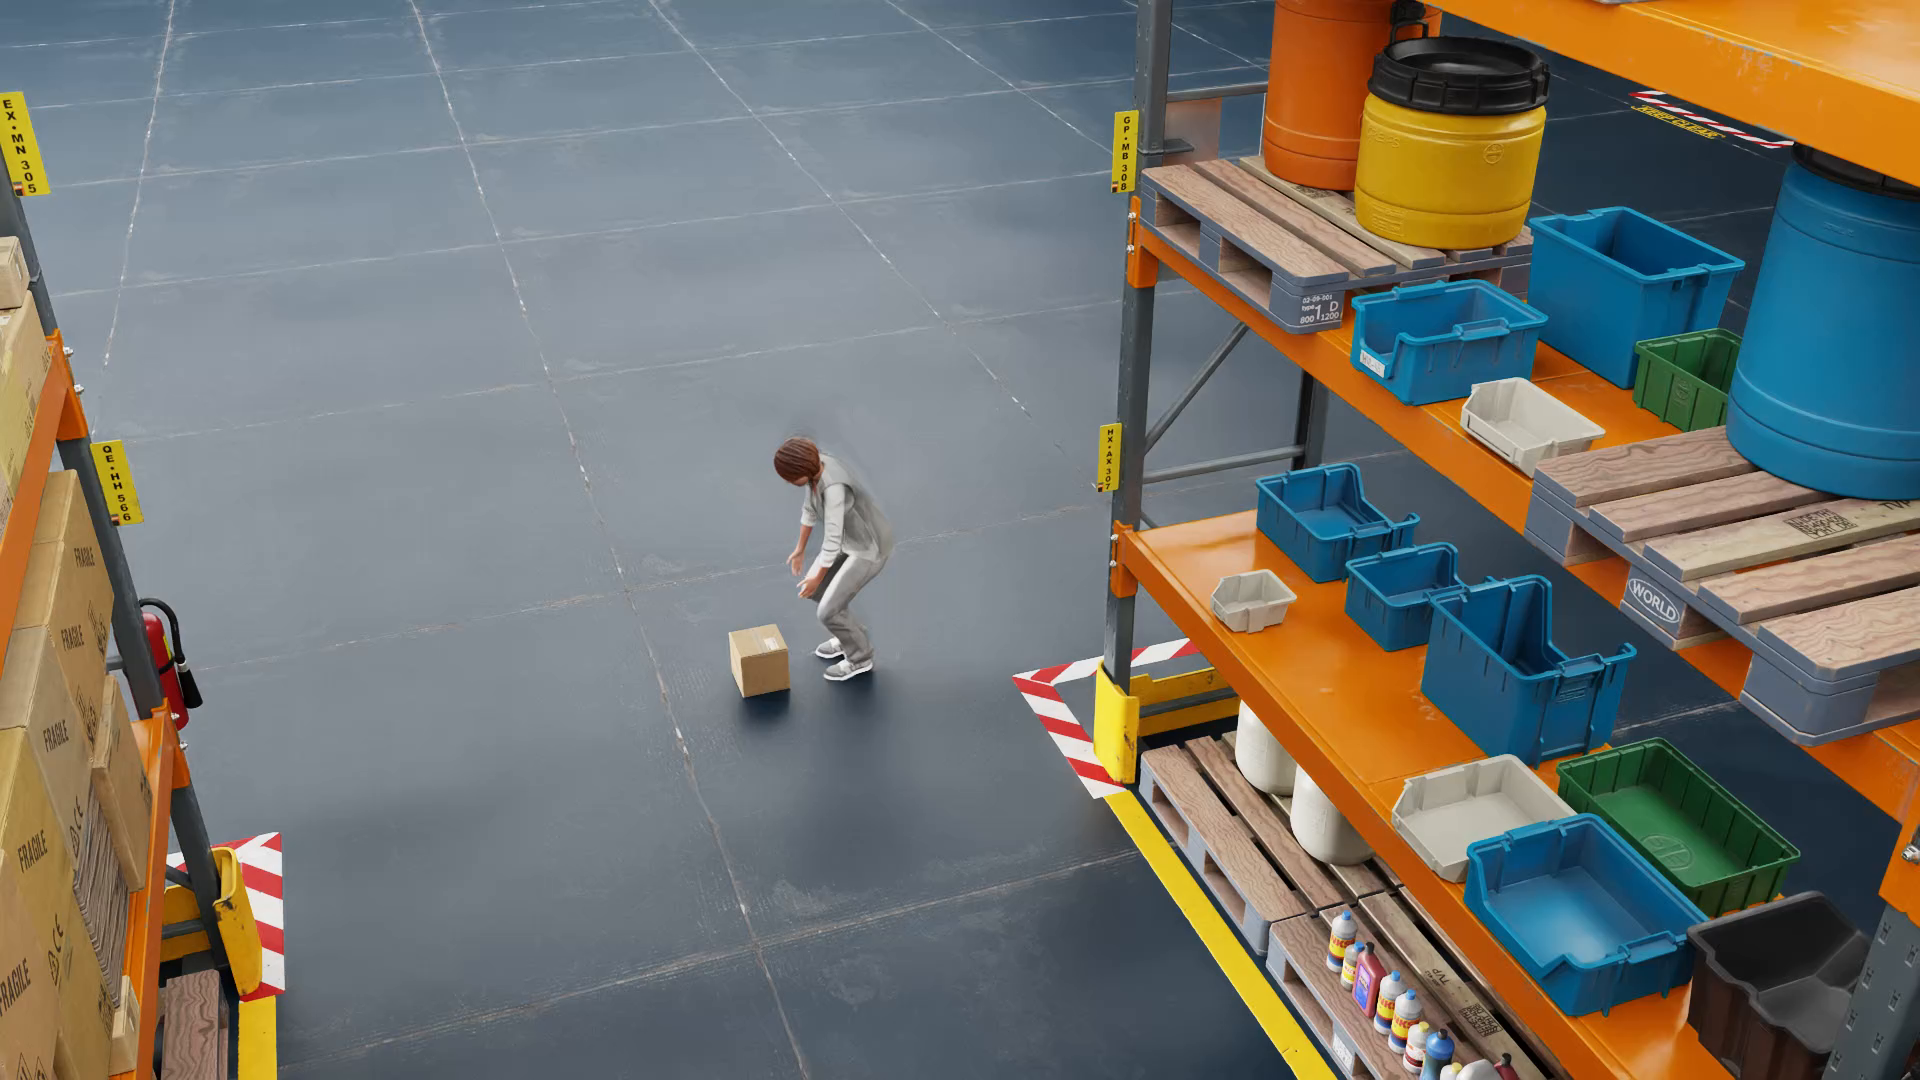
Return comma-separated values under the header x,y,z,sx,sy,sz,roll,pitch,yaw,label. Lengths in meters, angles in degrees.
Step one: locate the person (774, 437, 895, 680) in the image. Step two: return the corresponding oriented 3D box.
x,y,z,sx,sy,sz,roll,pitch,yaw,label
-0.618,0.079,8.436,0.602,1.376,0.460,-10,32,-17,person
